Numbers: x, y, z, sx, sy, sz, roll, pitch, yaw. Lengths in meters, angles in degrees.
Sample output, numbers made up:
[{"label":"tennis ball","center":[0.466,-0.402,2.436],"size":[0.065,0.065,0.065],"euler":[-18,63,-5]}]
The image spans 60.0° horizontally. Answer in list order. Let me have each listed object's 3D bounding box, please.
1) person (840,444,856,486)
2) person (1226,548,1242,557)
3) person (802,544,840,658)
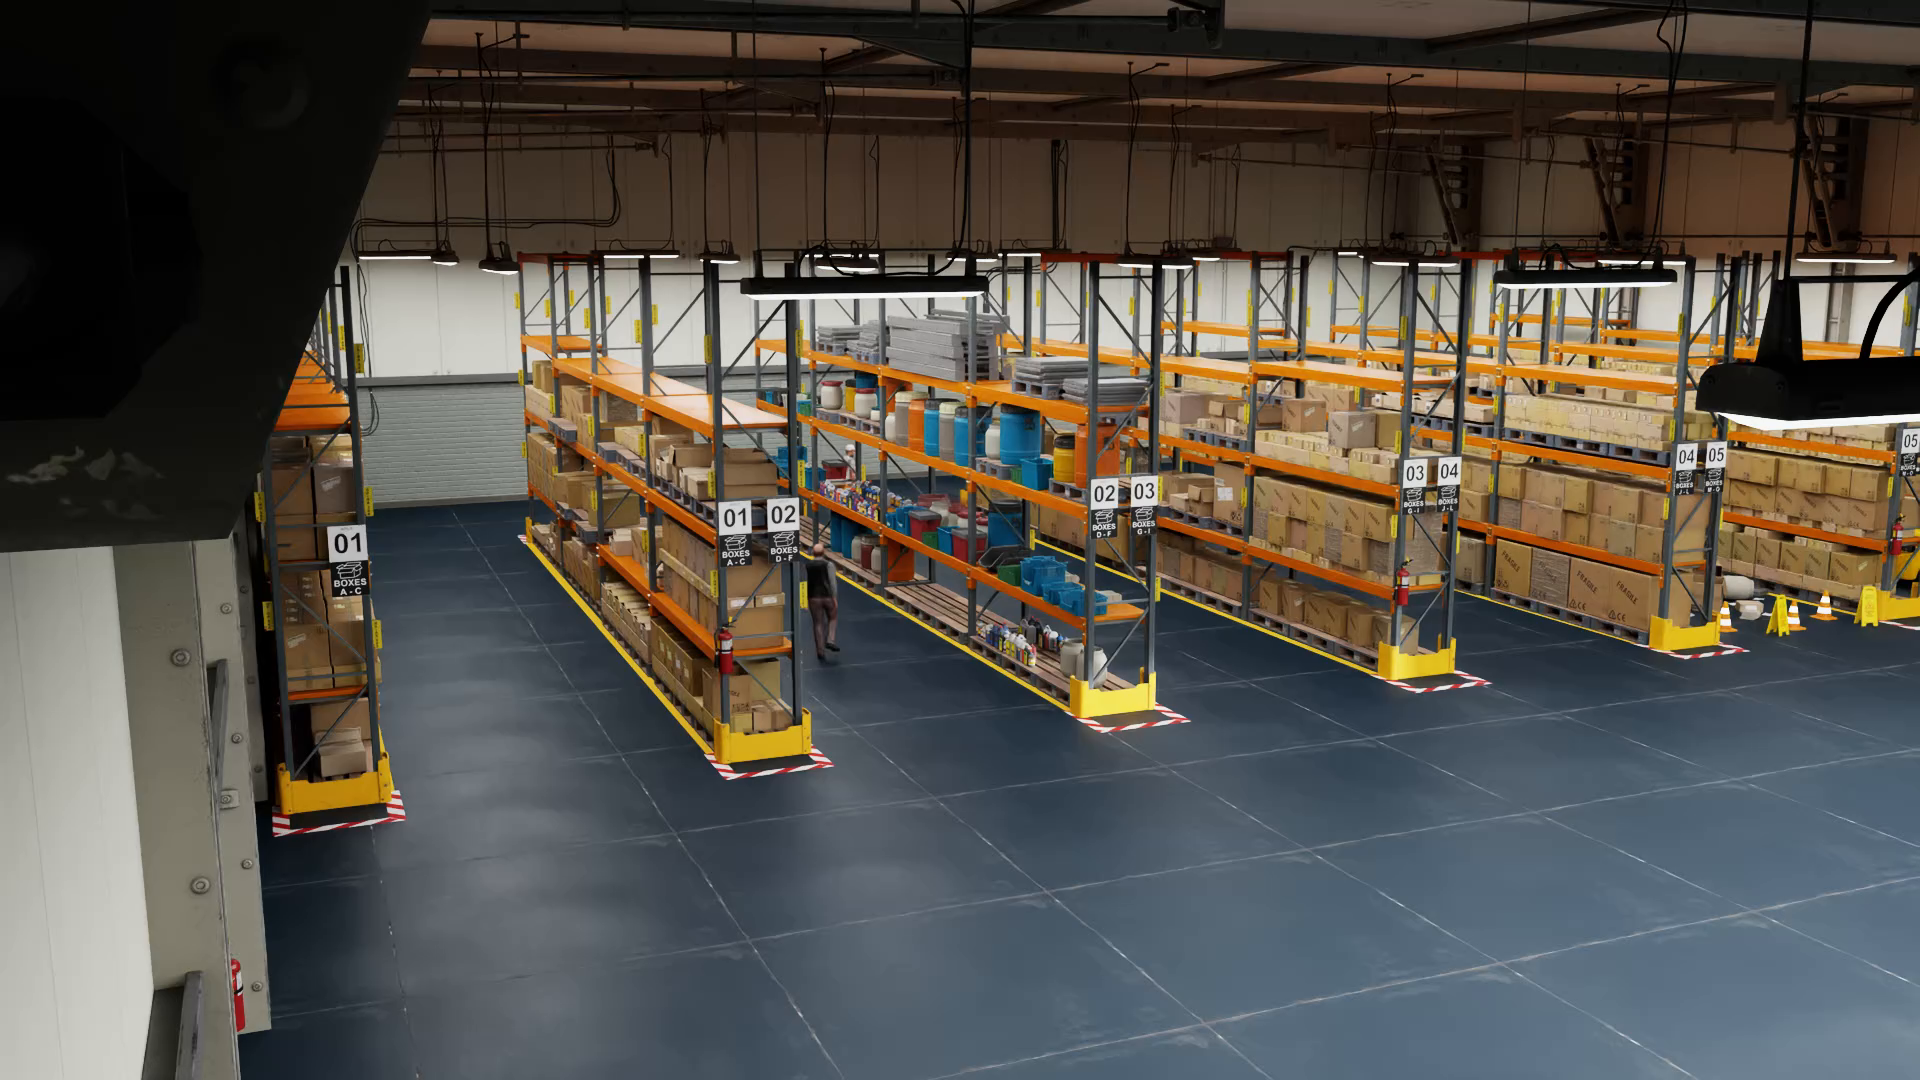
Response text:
[{"label":"person","center":[-2.449,-1.207,36.731],"size":[0.405,1.828,0.646],"euler":[-7,12,-33]},{"label":"person","center":[5.288,-0.231,31.696],"size":[0.752,1.659,0.706],"euler":[-3,11,-14]},{"label":"person","center":[-2.119,0.913,25.235],"size":[0.562,1.704,0.495],"euler":[-1,10,-3]}]
